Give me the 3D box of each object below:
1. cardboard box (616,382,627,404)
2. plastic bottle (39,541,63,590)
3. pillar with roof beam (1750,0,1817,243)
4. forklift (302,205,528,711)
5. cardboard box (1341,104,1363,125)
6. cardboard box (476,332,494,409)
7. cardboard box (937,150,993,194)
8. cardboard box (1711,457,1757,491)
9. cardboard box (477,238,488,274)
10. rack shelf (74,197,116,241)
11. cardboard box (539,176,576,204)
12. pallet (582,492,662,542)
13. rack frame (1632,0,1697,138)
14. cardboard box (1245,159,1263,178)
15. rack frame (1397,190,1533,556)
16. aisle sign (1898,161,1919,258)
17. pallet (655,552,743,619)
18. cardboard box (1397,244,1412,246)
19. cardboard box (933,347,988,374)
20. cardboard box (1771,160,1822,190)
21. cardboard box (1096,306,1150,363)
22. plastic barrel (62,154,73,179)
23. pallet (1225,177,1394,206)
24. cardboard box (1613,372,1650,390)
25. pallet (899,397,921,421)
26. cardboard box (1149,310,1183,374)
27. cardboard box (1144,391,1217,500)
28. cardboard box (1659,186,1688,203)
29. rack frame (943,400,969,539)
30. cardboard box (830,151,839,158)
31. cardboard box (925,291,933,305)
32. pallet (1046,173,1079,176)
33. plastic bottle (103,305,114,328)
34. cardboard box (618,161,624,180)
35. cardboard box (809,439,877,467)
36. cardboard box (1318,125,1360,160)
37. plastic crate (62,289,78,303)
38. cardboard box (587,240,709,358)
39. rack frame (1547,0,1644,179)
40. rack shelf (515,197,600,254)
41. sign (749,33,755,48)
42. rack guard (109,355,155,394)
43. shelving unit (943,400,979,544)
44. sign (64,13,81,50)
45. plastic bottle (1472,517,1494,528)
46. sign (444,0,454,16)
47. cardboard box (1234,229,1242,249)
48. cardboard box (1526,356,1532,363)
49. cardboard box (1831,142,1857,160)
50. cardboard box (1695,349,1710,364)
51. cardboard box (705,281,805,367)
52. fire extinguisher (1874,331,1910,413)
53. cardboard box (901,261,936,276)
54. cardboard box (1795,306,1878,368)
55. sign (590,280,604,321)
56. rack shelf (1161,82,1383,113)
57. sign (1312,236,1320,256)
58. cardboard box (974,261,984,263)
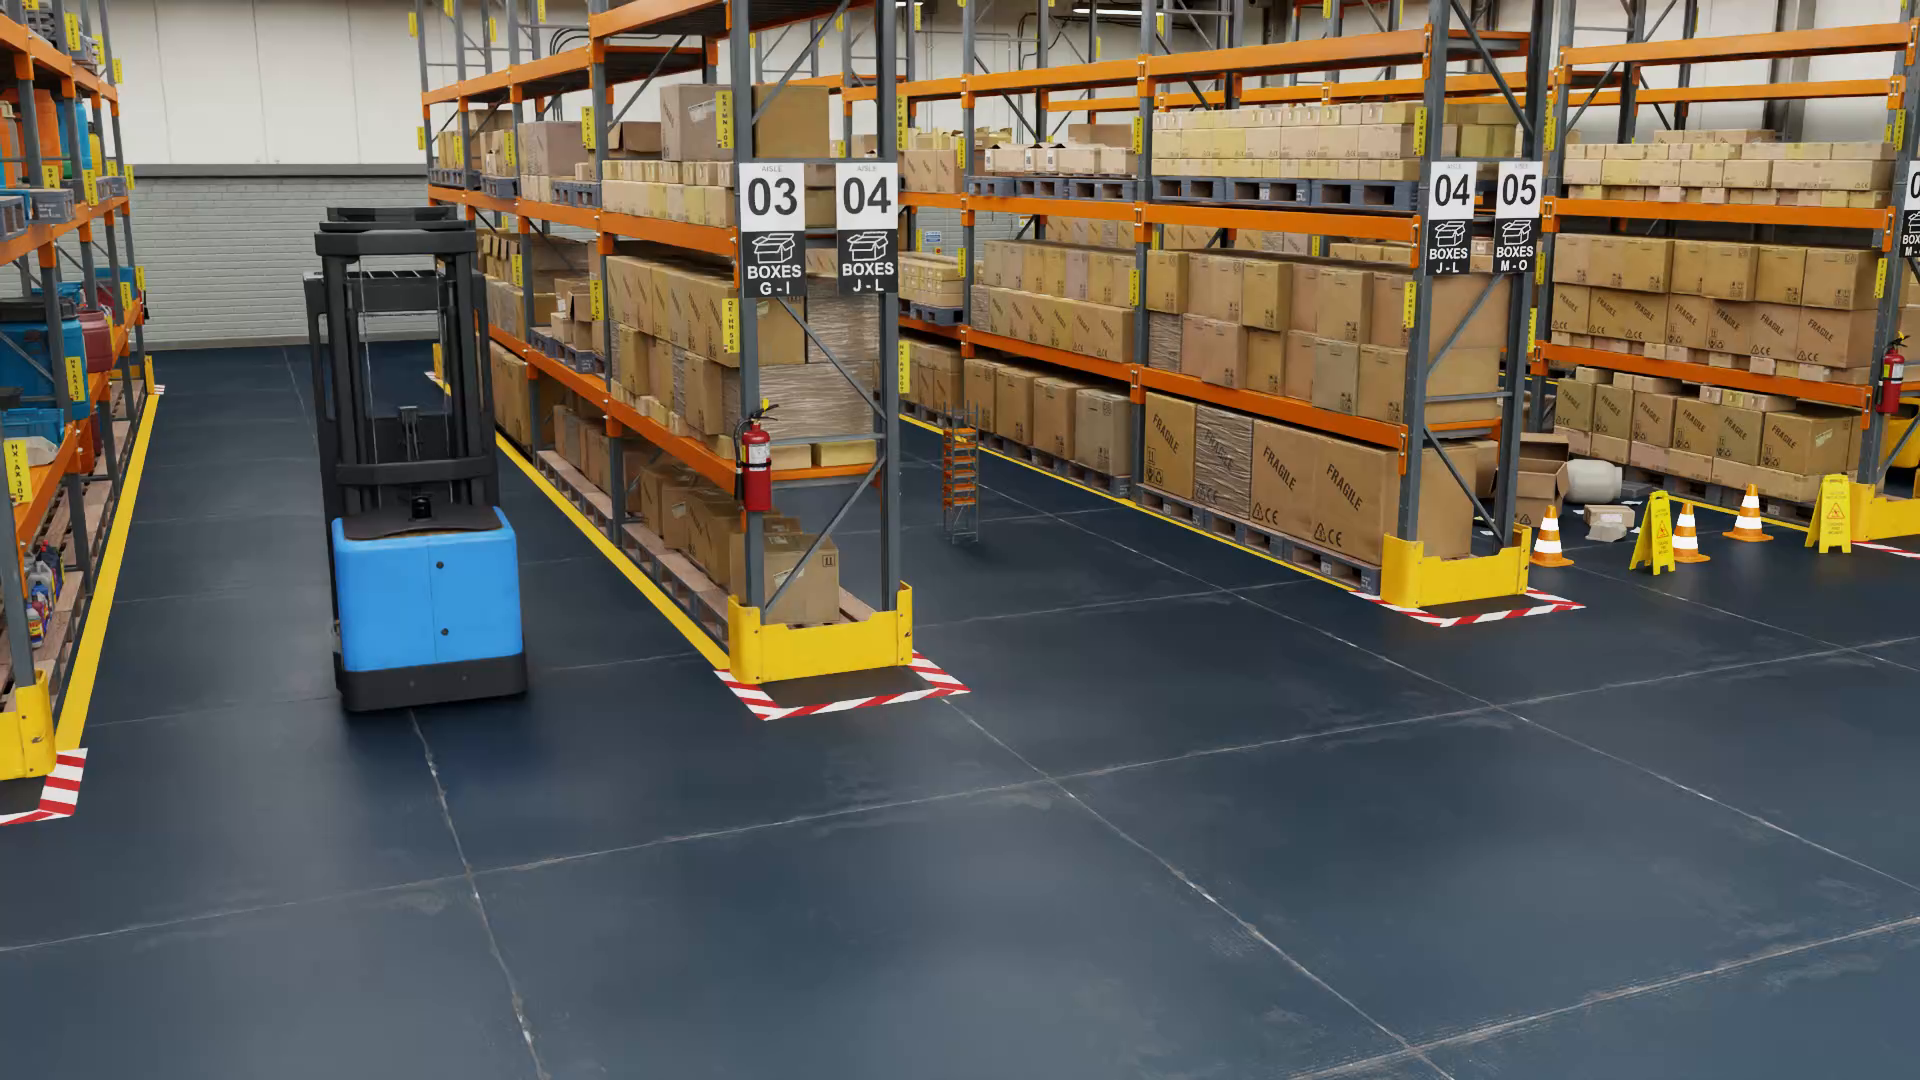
[{"bbox_3d":[-2.568,-1.200,13.461,0.380,0.149,0.250,-6,14,-23],"label":"cardboard box"},{"bbox_3d":[-6.483,0.184,11.824,0.144,0.351,0.185,-6,14,-24],"label":"plastic bottle"},{"bbox_3d":[6.961,-5.964,20.180,9.100,9.000,0.400,-6,14,-23],"label":"pillar with roof beam"},{"bbox_3d":[-3.646,-0.709,10.933,1.130,2.935,3.031,-5,14,-21],"label":"forklift"},{"bbox_3d":[3.073,-3.172,12.407,0.380,0.149,0.250,-5,14,-22],"label":"cardboard box"},{"bbox_3d":[-5.397,-2.139,20.740,1.225,0.875,0.875,-6,14,-23],"label":"cardboard box"},{"bbox_3d":[0.054,-4.306,19.447,0.500,0.500,0.500,-6,14,-23],"label":"cardboard box"},{"bbox_3d":[7.445,-0.631,15.611,0.500,0.250,0.500,-6,14,-23],"label":"cardboard box"},{"bbox_3d":[-6.101,-3.608,21.316,0.500,0.500,0.500,-5,14,-21],"label":"cardboard box"},{"bbox_3d":[-9.409,-3.350,17.136,1.077,0.370,4.000,-6,14,-23],"label":"rack shelf"},{"bbox_3d":[-3.694,-3.330,15.787,0.500,0.250,0.500,-5,14,-22],"label":"cardboard box"},{"bbox_3d":[-2.780,-0.249,14.979,1.003,0.211,1.213,-6,14,-23],"label":"pallet"},{"bbox_3d":[9.557,-6.540,22.672,1.000,3.000,0.127,-6,14,-23],"label":"rack frame"},{"bbox_3d":[2.562,-3.046,13.631,0.380,0.149,0.250,-5,14,-22],"label":"cardboard box"},{"bbox_3d":[3.720,-1.048,12.245,1.000,3.000,0.127,-6,14,-23],"label":"rack frame"},{"bbox_3d":[7.974,-2.743,13.805,0.394,0.787,0.004,-6,14,-23],"label":"aisle sign"},{"bbox_3d":[-1.673,0.299,12.608,1.003,0.211,1.213,-6,14,-23],"label":"pallet"},{"bbox_3d":[5.665,-3.392,20.561,0.500,0.500,0.500,-6,14,-24],"label":"cardboard box"},{"bbox_3d":[0.001,-2.170,20.044,0.500,0.250,0.500,-6,14,-24],"label":"cardboard box"},{"bbox_3d":[7.575,-3.236,14.718,0.500,0.250,0.500,-6,14,-24],"label":"cardboard box"},{"bbox_3d":[1.664,-2.007,16.166,0.500,0.500,0.500,-6,14,-23],"label":"cardboard box"},{"bbox_3d":[-8.821,-3.656,16.275,0.294,0.245,0.294,0,13,0],"label":"plastic barrel"},{"bbox_3d":[2.921,-2.871,13.665,1.003,0.211,1.213,-6,14,-23],"label":"pallet"},{"bbox_3d":[6.805,-1.605,16.717,0.380,0.149,0.250,-5,14,-21],"label":"cardboard box"},{"bbox_3d":[-0.281,-1.755,21.486,1.003,0.211,1.213,-6,14,-23],"label":"pallet"},{"bbox_3d":[2.277,-1.872,15.474,0.875,0.550,0.550,-6,14,-23],"label":"cardboard box"},{"bbox_3d":[2.306,-0.907,15.419,0.875,0.875,0.875,-5,14,-22],"label":"cardboard box"},{"bbox_3d":[6.949,-3.320,15.968,0.380,0.149,0.250,-6,14,-24],"label":"cardboard box"},{"bbox_3d":[-0.031,-0.600,14.303,0.240,1.200,0.006,-6,14,-23],"label":"rack frame"},{"bbox_3d":[-1.505,-5.231,22.892,0.500,0.250,0.500,-6,14,-26],"label":"cardboard box"},{"bbox_3d":[-0.201,-2.895,19.850,0.380,0.149,0.250,-6,14,-23],"label":"cardboard box"},{"bbox_3d":[2.113,-6.087,27.563,1.003,0.211,1.213,-6,14,-23],"label":"pallet"},{"bbox_3d":[-9.756,-2.540,18.967,0.152,0.276,0.135,-6,14,-23],"label":"plastic bottle"},{"bbox_3d":[-2.450,-2.886,12.982,0.380,0.149,0.250,-6,14,-26],"label":"cardboard box"},{"bbox_3d":[-0.761,-0.579,10.775,0.380,0.149,0.250,-6,14,-23],"label":"cardboard box"},{"bbox_3d":[3.069,-3.014,12.606,0.500,0.250,0.500,-6,14,-23],"label":"cardboard box"},{"bbox_3d":[-11.488,-3.074,21.237,0.416,0.233,0.300,-6,14,-23],"label":"plastic crate"},{"bbox_3d":[-2.657,-2.121,14.619,1.000,1.000,1.000,-6,14,-23],"label":"cardboard box"},{"bbox_3d":[6.613,-5.265,17.161,1.000,3.000,0.127,-6,14,-23],"label":"rack frame"},{"bbox_3d":[-3.268,-2.971,15.498,1.077,0.370,4.000,-6,14,-23],"label":"rack shelf"},{"bbox_3d":[-3.186,-7.721,25.525,0.100,0.325,0.005,-6,14,-23],"label":"sign"},{"bbox_3d":[-11.834,-2.265,23.047,1.175,0.500,0.348,-6,14,-23],"label":"rack guard"},{"bbox_3d":[0.006,-0.582,14.222,0.258,1.200,0.189,-6,14,-23],"label":"shelving unit"},{"bbox_3d":[-8.106,-4.643,15.189,0.100,0.325,0.005,-6,14,-23],"label":"sign"},{"bbox_3d":[4.691,-0.163,14.940,0.133,0.061,0.283,-12,18,-42],"label":"plastic bottle"},{"bbox_3d":[-6.190,-6.510,20.117,0.100,0.325,0.005,-6,14,-23],"label":"sign"},{"bbox_3d":[3.962,-4.101,22.999,0.500,0.500,0.500,-6,14,-24],"label":"cardboard box"},{"bbox_3d":[8.788,-2.885,24.793,0.500,0.500,0.500,-5,14,-21],"label":"cardboard box"},{"bbox_3d":[7.741,-3.343,14.299,0.380,0.149,0.250,-5,14,-22],"label":"cardboard box"},{"bbox_3d":[7.275,-1.769,15.917,0.380,0.149,0.250,-6,14,-23],"label":"cardboard box"},{"bbox_3d":[-1.312,-1.393,10.636,0.500,0.500,0.500,-6,14,-23],"label":"cardboard box"},{"bbox_3d":[7.839,-1.413,13.993,0.296,0.674,0.183,-6,14,-23],"label":"fire extinguisher"},{"bbox_3d":[-0.506,-3.344,20.472,0.380,0.149,0.250,-6,14,-23],"label":"cardboard box"},{"bbox_3d":[7.745,-1.797,14.599,0.500,0.500,0.500,-6,14,-24],"label":"cardboard box"},{"bbox_3d":[-2.974,-1.960,13.620,0.100,0.325,0.005,-6,14,-23],"label":"sign"},{"bbox_3d":[4.210,-5.959,22.643,1.077,0.370,4.000,-6,14,-23],"label":"rack shelf"},{"bbox_3d":[4.503,-3.682,21.058,0.100,0.325,0.005,-6,14,-23],"label":"sign"},{"bbox_3d":[0.198,-3.347,20.484,0.380,0.149,0.250,-6,14,-25],"label":"cardboard box"}]
